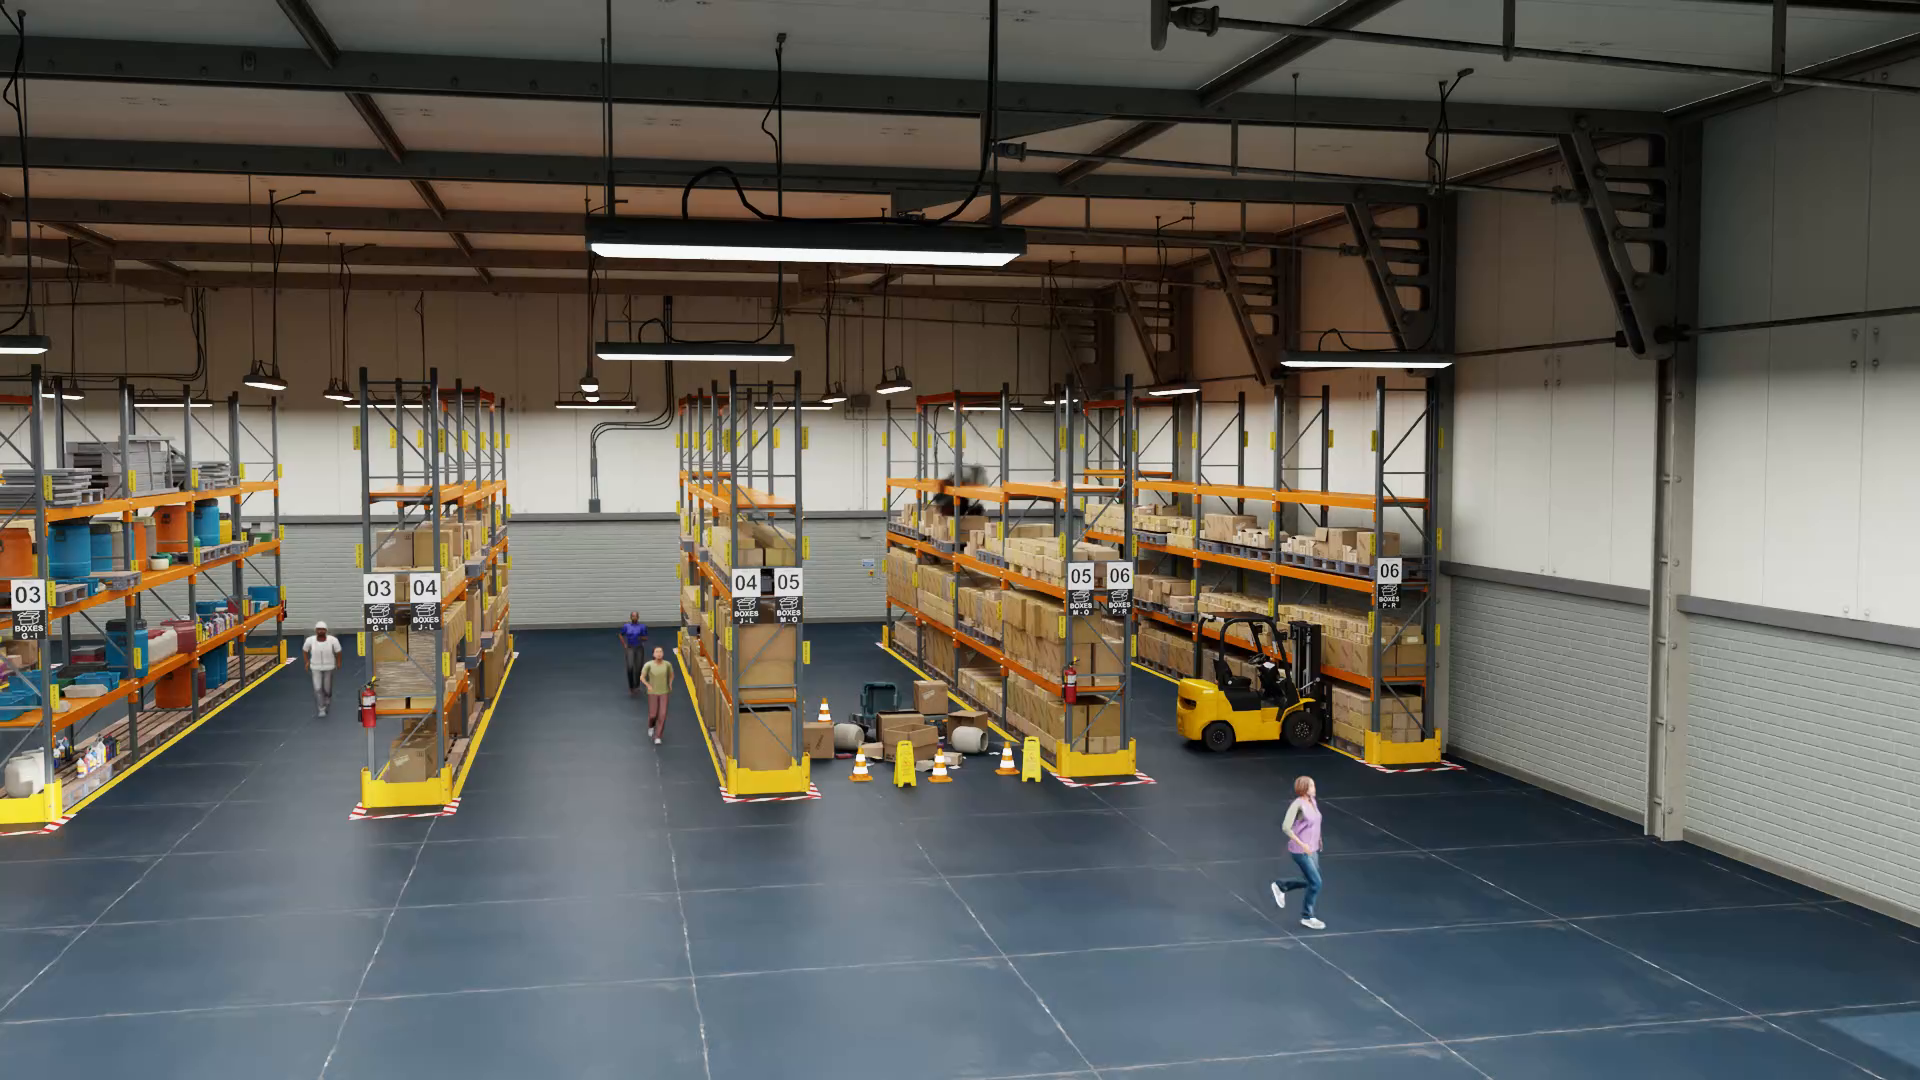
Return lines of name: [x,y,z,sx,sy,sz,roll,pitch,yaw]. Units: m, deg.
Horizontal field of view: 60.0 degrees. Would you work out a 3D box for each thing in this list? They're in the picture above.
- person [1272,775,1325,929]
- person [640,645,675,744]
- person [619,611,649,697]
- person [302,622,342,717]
person: [3.497,3.205,17.230,0.642,1.564,0.562,3,4,36]
person: [-5.003,2.547,27.559,0.566,1.624,0.546,-1,4,-20]
person: [-6.397,2.241,32.686,0.553,1.705,0.687,-1,4,-15]
person: [-11.666,2.337,30.410,0.683,1.723,0.770,-1,4,-19]
